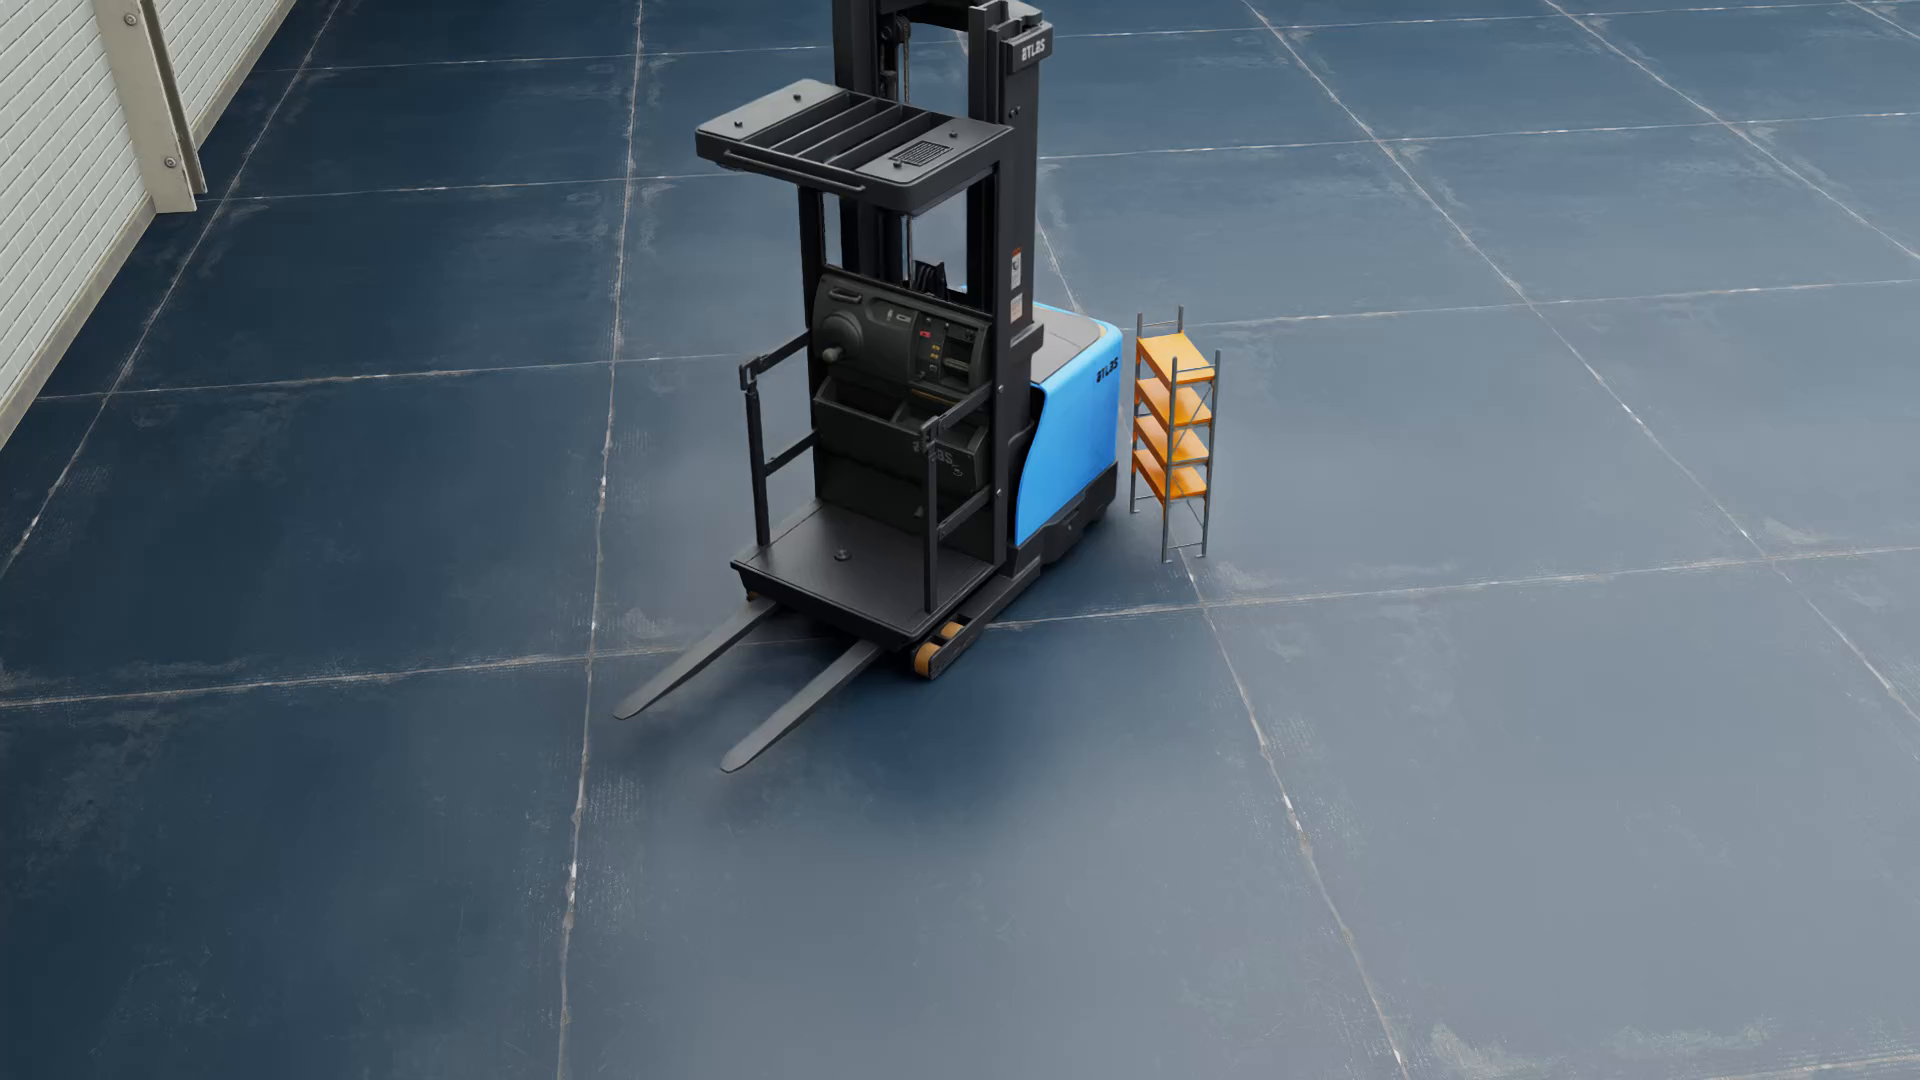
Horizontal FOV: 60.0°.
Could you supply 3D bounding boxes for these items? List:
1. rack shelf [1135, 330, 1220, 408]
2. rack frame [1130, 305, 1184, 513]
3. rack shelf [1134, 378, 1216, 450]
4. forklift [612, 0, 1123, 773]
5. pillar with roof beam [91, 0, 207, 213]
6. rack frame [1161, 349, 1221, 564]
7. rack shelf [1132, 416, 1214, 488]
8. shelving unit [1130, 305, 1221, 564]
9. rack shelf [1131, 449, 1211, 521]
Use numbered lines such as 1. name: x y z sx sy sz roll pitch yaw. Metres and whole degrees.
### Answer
1. rack shelf: 1.071 -0.850 8.228 0.258 0.148 0.480 -10 35 -11
2. rack frame: 1.018 -0.659 8.646 0.240 1.200 0.015 -10 35 -11
3. rack shelf: 1.077 -0.655 8.362 0.258 0.148 0.480 -10 35 -11
4. forklift: -0.397 -0.869 7.423 1.130 2.935 3.031 21 39 27
5. pillar with roof beam: -1.585 -6.583 10.419 9.100 9.000 0.400 -4 35 -6
6. rack frame: 1.142 -0.394 8.256 0.240 1.200 0.015 -10 35 -11
7. rack shelf: 1.082 -0.471 8.489 0.258 0.148 0.480 -10 35 -11
8. shelving unit: 1.080 -0.527 8.451 0.258 1.200 0.503 -10 35 -11
9. rack shelf: 1.087 -0.308 8.602 0.258 0.148 0.480 -10 35 -11
